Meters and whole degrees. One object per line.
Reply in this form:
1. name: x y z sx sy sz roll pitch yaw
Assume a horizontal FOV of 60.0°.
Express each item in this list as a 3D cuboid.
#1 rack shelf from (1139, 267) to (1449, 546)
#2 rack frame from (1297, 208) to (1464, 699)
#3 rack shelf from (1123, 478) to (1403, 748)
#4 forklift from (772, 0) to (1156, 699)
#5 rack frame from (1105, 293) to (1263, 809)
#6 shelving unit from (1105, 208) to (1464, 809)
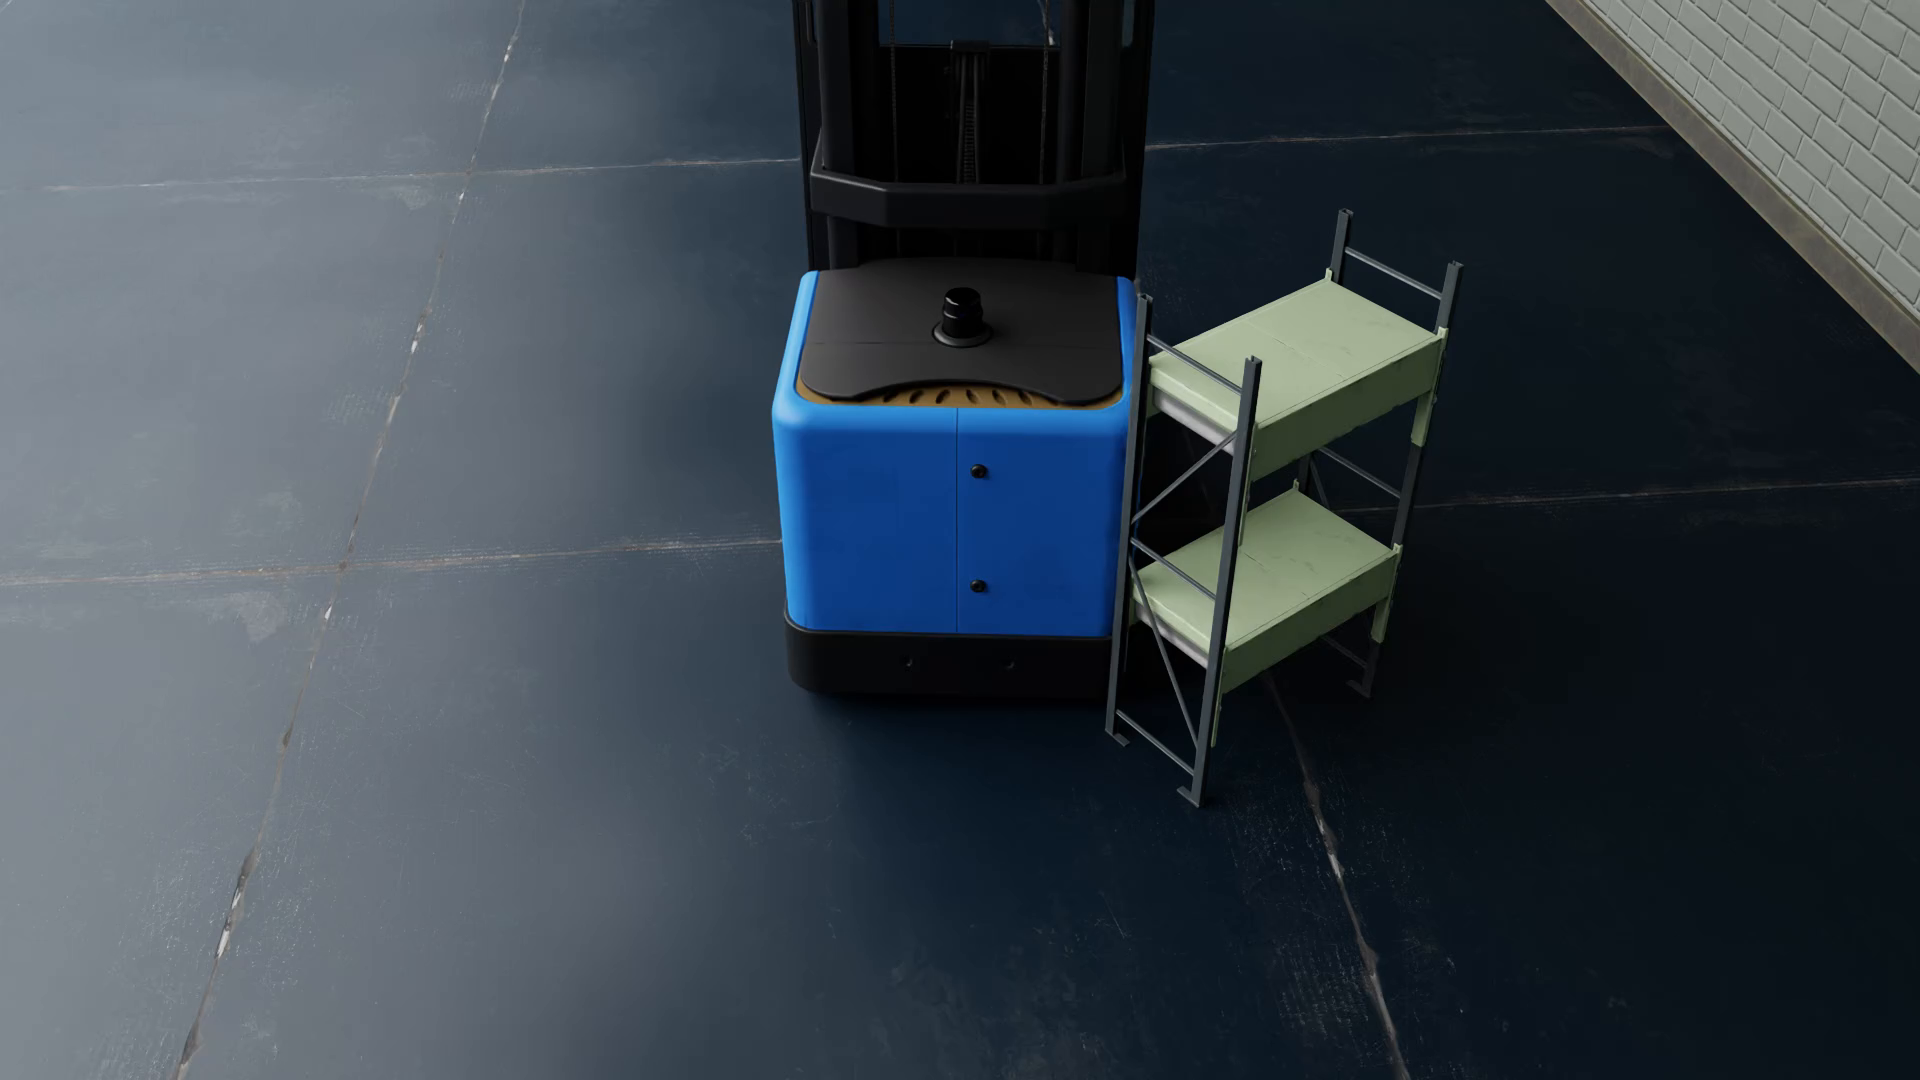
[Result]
1. rack shelf: 0.858 -0.366 4.372 0.720 0.370 0.431 -26 45 -29
2. rack frame: 1.145 -0.199 4.792 0.023 1.500 0.400 -26 45 -29
3. rack shelf: 0.858 0.197 4.816 0.720 0.370 0.431 -26 45 -29
4. forklift: 0.050 -1.559 5.360 1.130 2.935 3.031 1 38 2
5. rack frame: 0.570 0.081 4.437 0.023 1.500 0.400 -26 45 -29
6. shelving unit: 0.858 -0.059 4.614 0.755 1.500 0.431 -26 45 -29
